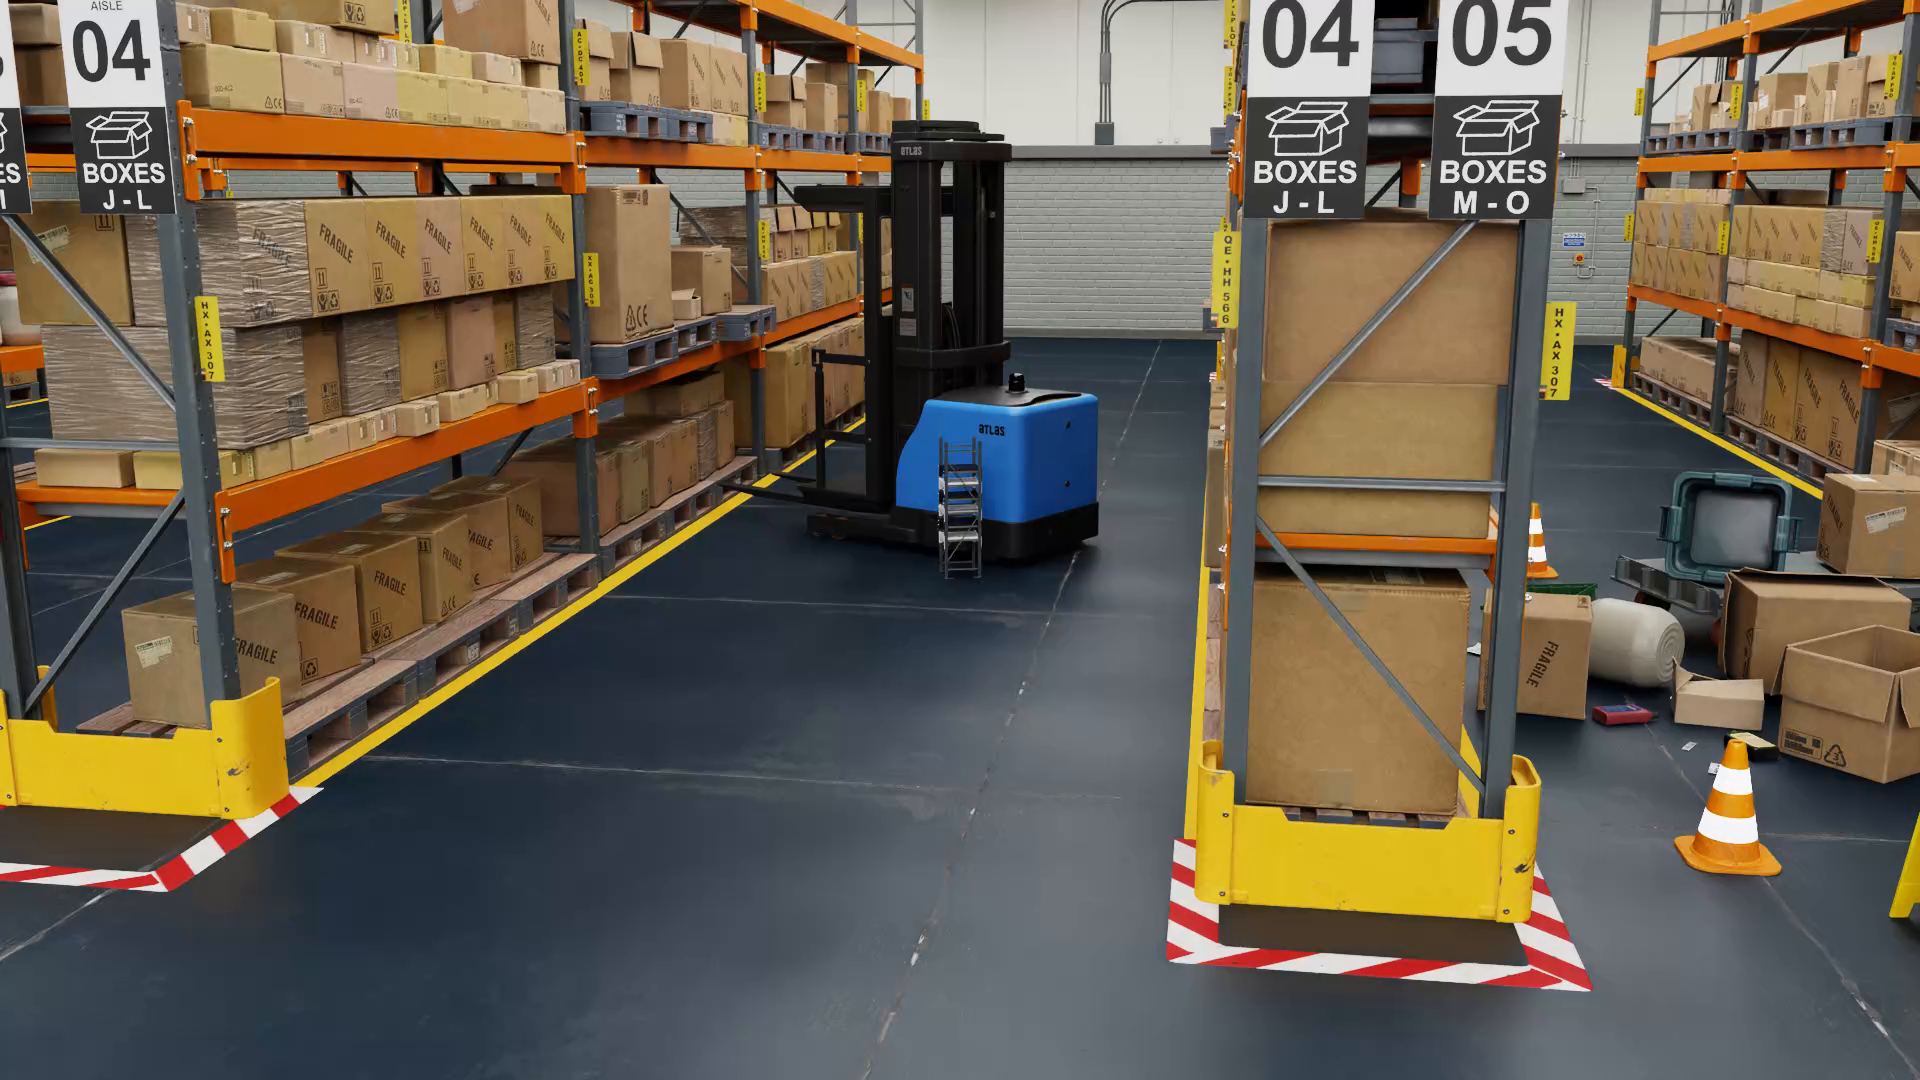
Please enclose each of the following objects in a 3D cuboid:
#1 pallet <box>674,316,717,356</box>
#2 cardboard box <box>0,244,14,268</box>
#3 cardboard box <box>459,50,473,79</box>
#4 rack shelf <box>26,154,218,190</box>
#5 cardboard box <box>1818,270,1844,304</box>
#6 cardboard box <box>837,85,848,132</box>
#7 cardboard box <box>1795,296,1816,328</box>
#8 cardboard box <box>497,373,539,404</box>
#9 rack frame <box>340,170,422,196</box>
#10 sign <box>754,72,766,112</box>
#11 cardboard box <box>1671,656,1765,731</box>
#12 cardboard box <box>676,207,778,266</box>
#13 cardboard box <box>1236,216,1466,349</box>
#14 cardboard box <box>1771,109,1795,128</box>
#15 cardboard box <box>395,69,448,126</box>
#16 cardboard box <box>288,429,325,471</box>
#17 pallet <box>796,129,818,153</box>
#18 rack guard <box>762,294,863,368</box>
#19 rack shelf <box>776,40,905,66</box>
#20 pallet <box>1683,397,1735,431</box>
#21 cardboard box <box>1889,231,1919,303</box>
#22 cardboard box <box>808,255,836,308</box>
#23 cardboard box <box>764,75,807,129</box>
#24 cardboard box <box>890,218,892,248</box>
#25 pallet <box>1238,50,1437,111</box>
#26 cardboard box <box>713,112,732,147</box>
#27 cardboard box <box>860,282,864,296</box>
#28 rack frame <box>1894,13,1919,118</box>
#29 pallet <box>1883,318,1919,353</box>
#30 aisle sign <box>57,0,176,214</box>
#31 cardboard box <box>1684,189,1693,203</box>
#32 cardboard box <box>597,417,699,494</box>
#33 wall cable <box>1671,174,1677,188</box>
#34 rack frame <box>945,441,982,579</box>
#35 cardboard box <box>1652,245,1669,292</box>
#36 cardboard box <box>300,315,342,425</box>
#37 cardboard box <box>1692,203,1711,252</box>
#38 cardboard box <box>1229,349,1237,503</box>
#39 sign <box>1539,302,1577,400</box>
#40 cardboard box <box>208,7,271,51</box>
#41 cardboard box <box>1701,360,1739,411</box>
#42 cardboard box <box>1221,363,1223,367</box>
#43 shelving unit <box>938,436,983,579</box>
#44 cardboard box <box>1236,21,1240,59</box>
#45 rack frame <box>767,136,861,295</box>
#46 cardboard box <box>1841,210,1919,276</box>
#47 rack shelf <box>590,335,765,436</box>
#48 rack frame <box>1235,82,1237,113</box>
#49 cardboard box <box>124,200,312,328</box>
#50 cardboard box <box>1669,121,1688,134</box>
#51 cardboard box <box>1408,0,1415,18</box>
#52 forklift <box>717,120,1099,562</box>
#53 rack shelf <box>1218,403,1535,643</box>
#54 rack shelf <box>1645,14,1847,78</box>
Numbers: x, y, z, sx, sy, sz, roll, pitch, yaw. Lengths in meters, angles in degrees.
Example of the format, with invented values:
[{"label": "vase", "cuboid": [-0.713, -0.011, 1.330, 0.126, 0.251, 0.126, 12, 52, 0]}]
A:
[{"label": "pallet", "cuboid": [-2.470, -1.529, 12.422, 1.003, 0.211, 1.213, 2, 12, 9]}, {"label": "cardboard box", "cuboid": [-11.555, -3.352, 20.188, 0.500, 0.500, 0.500, 2, 12, 10]}, {"label": "cardboard box", "cuboid": [-2.800, -2.497, 8.749, 0.380, 0.149, 0.250, 2, 12, 11]}, {"label": "rack shelf", "cuboid": [-7.407, -2.895, 12.893, 1.077, 0.370, 4.000, 2, 12, 9]}, {"label": "cardboard box", "cuboid": [7.485, -2.102, 13.795, 0.500, 0.250, 0.500, 2, 12, 7]}, {"label": "cardboard box", "cuboid": [-1.530, -4.803, 18.568, 0.700, 0.500, 0.500, 1, 12, 5]}, {"label": "cardboard box", "cuboid": [7.564, -1.966, 14.353, 0.500, 0.250, 0.500, 2, 12, 8]}, {"label": "cardboard box", "cuboid": [-2.638, -0.869, 9.500, 0.380, 0.149, 0.250, 2, 12, 9]}, {"label": "rack frame", "cuboid": [-6.485, -3.029, 18.929, 1.000, 3.000, 0.127, 2, 12, 9]}, {"label": "sign", "cuboid": [-1.670, -3.737, 13.866, 0.100, 0.325, 0.005, 2, 12, 9]}, {"label": "cardboard box", "cuboid": [3.620, 0.733, 7.964, 0.396, 0.266, 0.258, 4, 13, 18]}, {"label": "cardboard box", "cuboid": [-2.077, -2.727, 14.908, 0.797, 0.503, 0.637, 2, 12, 11]}, {"label": "cardboard box", "cuboid": [1.538, -0.983, 6.518, 0.875, 0.550, 0.550, 2, 12, 9]}, {"label": "cardboard box", "cuboid": [7.661, -3.853, 15.189, 0.380, 0.166, 0.250, 1, 12, 5]}, {"label": "cardboard box", "cuboid": [-2.878, -2.175, 8.200, 0.500, 0.250, 0.500, 2, 12, 10]}, {"label": "cardboard box", "cuboid": [-3.046, -0.402, 7.337, 0.380, 0.149, 0.250, 2, 12, 9]}, {"label": "pallet", "cuboid": [-1.990, -3.779, 15.735, 1.003, 0.211, 1.213, 2, 12, 11]}, {"label": "rack guard", "cuboid": [5.790, -1.819, 17.288, 15.999, 1.325, 8.102, 2, 12, 9]}, {"label": "rack shelf", "cuboid": [-1.283, -5.740, 19.587, 0.831, 0.071, 3.687, 2, 12, 9]}, {"label": "pallet", "cuboid": [8.396, -1.340, 17.711, 1.003, 0.211, 1.213, 2, 12, 9]}, {"label": "cardboard box", "cuboid": [7.288, -2.028, 12.344, 0.500, 0.500, 0.500, 2, 12, 7]}, {"label": "cardboard box", "cuboid": [-1.549, -2.599, 16.698, 0.500, 0.500, 0.500, 2, 12, 8]}, {"label": "cardboard box", "cuboid": [-1.913, -4.184, 15.926, 0.797, 0.503, 0.637, 2, 12, 8]}, {"label": "cardboard box", "cuboid": [-0.791, -4.030, 21.443, 0.500, 0.500, 0.500, 2, 12, 9]}, {"label": "pallet", "cuboid": [1.738, -2.021, 7.343, 1.003, 0.211, 1.213, 2, 12, 9]}, {"label": "cardboard box", "cuboid": [-2.100, -3.218, 13.043, 0.500, 0.250, 0.500, 2, 12, 8]}, {"label": "cardboard box", "cuboid": [-1.216, -2.797, 18.446, 0.380, 0.149, 0.250, 2, 12, 9]}, {"label": "rack frame", "cuboid": [7.586, -4.647, 12.198, 1.000, 3.000, 0.127, 2, 12, 9]}, {"label": "pallet", "cuboid": [7.582, -1.469, 12.146, 1.213, 0.211, 1.003, 2, 12, 9]}, {"label": "aisle sign", "cuboid": [-3.149, -1.619, 6.214, 0.394, 0.787, 0.004, 2, 12, 9]}, {"label": "cardboard box", "cuboid": [8.216, -3.792, 18.320, 0.380, 0.149, 0.250, 2, 12, 9]}, {"label": "cardboard box", "cuboid": [-2.442, -0.655, 12.801, 0.700, 0.500, 0.500, 3, 13, 13]}, {"label": "wall cable", "cuboid": [11.064, -5.008, 25.699, 0.588, 1.984, 0.122, 2, 12, 9]}, {"label": "rack frame", "cuboid": [0.020, -0.191, 10.741, 0.240, 0.900, 0.006, -2, 12, -10]}, {"label": "cardboard box", "cuboid": [8.313, -3.127, 19.145, 0.500, 0.500, 0.500, 2, 12, 8]}, {"label": "cardboard box", "cuboid": [-3.366, -0.786, 7.579, 0.875, 0.500, 0.500, 2, 12, 9]}, {"label": "cardboard box", "cuboid": [8.087, -3.298, 17.564, 0.500, 0.500, 0.500, 2, 12, 8]}, {"label": "cardboard box", "cuboid": [1.525, -0.456, 6.633, 0.875, 0.550, 0.550, 2, 12, 9]}, {"label": "sign", "cuboid": [1.997, -0.631, 5.561, 0.100, 0.325, 0.005, 2, 12, 9]}, {"label": "cardboard box", "cuboid": [-3.030, -2.059, 6.718, 0.380, 0.149, 0.250, 2, 12, 10]}, {"label": "cardboard box", "cuboid": [8.404, -1.627, 17.510, 0.875, 0.438, 0.875, 2, 12, 8]}, {"label": "cardboard box", "cuboid": [3.375, -2.074, 20.266, 0.380, 0.149, 0.250, 2, 12, 9]}, {"label": "shelving unit", "cuboid": [5.506, -0.661, 7.482, 9.927, 3.194, 8.476, -2, 12, -10]}, {"label": "cardboard box", "cuboid": [1.401, -2.184, 7.250, 0.380, 0.149, 0.250, 2, 12, 9]}, {"label": "rack frame", "cuboid": [-1.591, -2.869, 18.184, 1.000, 3.000, 0.127, 2, 12, 9]}, {"label": "cardboard box", "cuboid": [7.407, -2.369, 13.253, 0.500, 0.500, 0.500, 2, 12, 7]}, {"label": "rack shelf", "cuboid": [-2.513, -1.268, 12.464, 1.077, 0.370, 4.000, 2, 12, 9]}, {"label": "rack frame", "cuboid": [2.680, -4.787, 12.845, 1.000, 3.000, 0.127, 2, 12, 9]}, {"label": "cardboard box", "cuboid": [-3.082, -1.159, 6.936, 0.500, 0.500, 0.500, 2, 12, 9]}, {"label": "cardboard box", "cuboid": [8.422, -4.759, 19.197, 0.380, 0.149, 0.250, 2, 12, 11]}, {"label": "cardboard box", "cuboid": [1.935, -2.005, 6.421, 0.380, 0.149, 0.250, 2, 12, 9]}, {"label": "forklift", "cuboid": [-3.196, -1.894, 13.823, 9.518, 2.935, 1.550, 9, 15, 37]}, {"label": "rack shelf", "cuboid": [1.757, -0.253, 7.757, 1.077, 0.370, 4.000, 2, 12, 9]}, {"label": "rack shelf", "cuboid": [8.509, -5.349, 18.112, 1.077, 0.370, 4.000, 2, 12, 9]}]
